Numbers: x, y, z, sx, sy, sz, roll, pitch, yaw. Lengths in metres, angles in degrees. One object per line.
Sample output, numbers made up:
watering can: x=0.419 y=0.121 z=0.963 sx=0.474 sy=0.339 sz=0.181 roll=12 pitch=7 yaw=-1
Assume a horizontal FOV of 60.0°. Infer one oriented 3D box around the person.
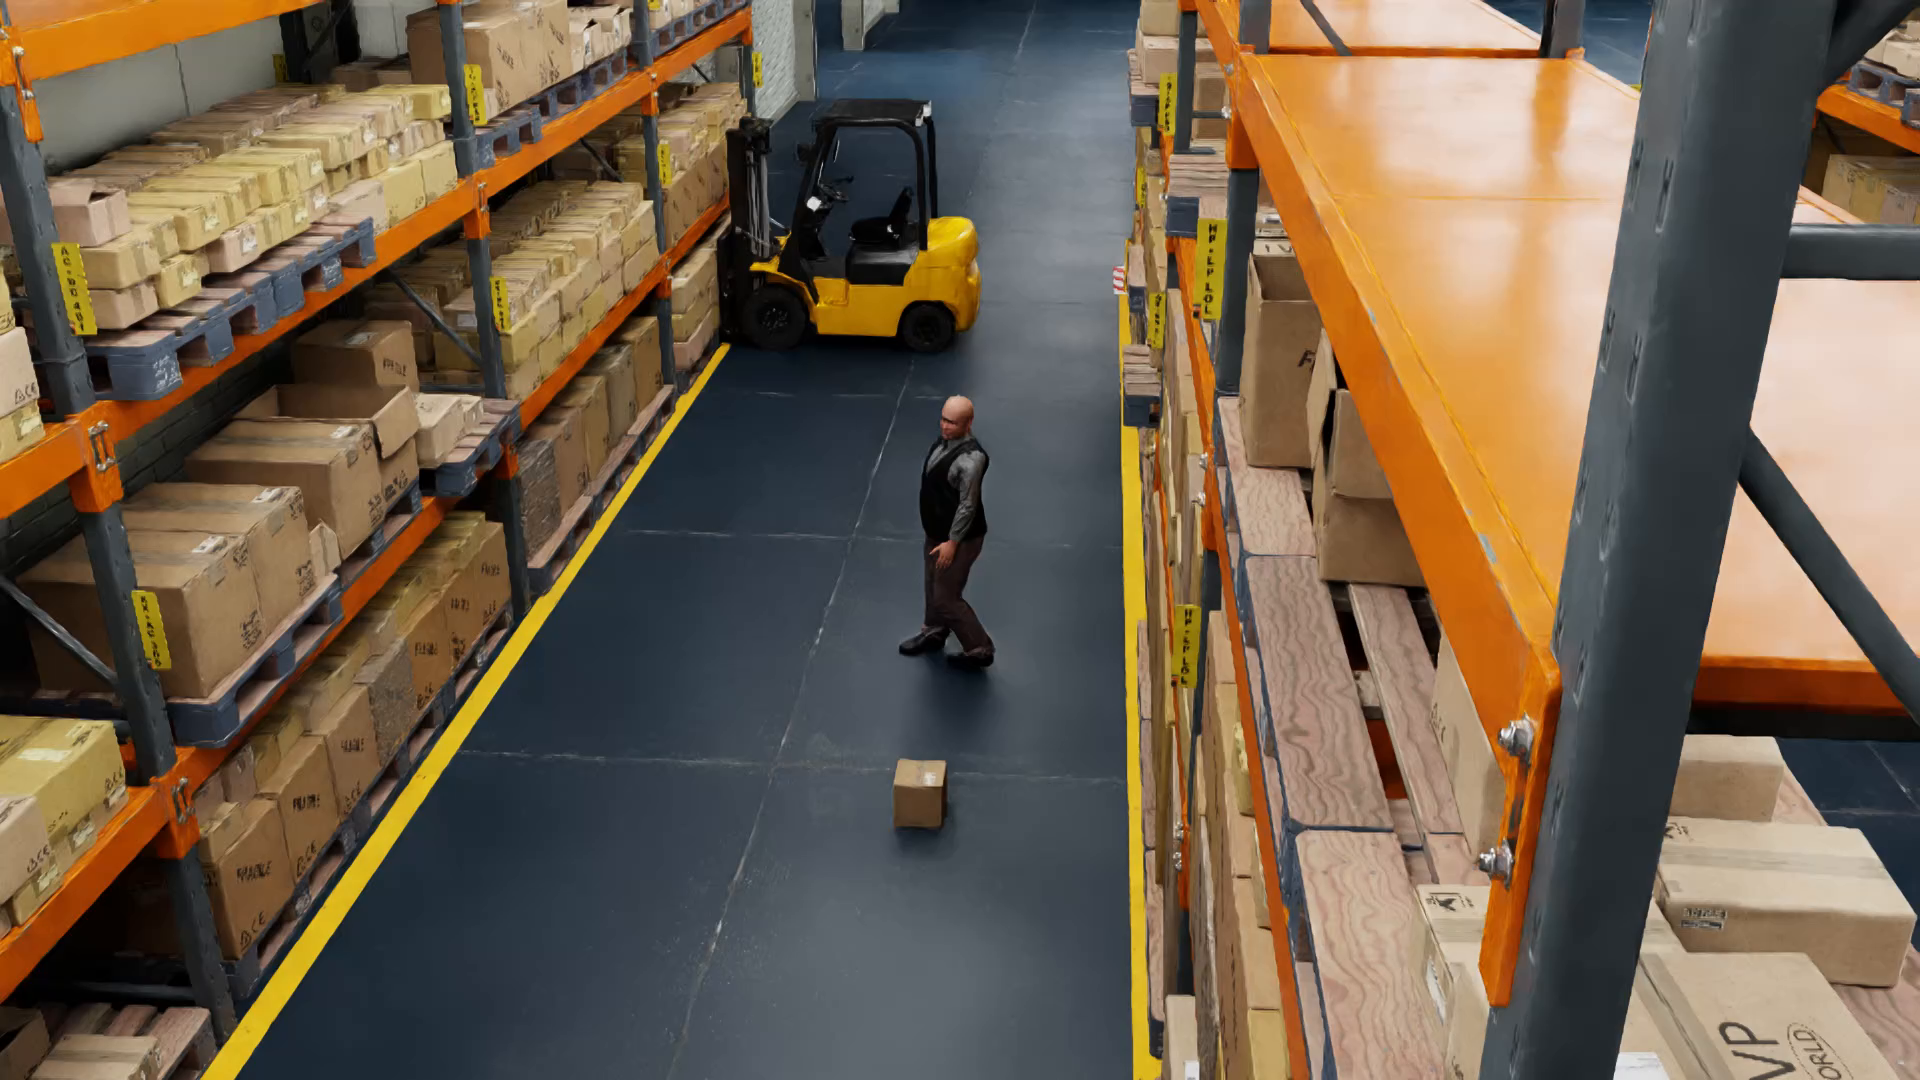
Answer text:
person: x=-0.075 y=-0.039 z=9.699 sx=0.477 sy=1.723 sz=0.592 roll=-8 pitch=26 yaw=-17
